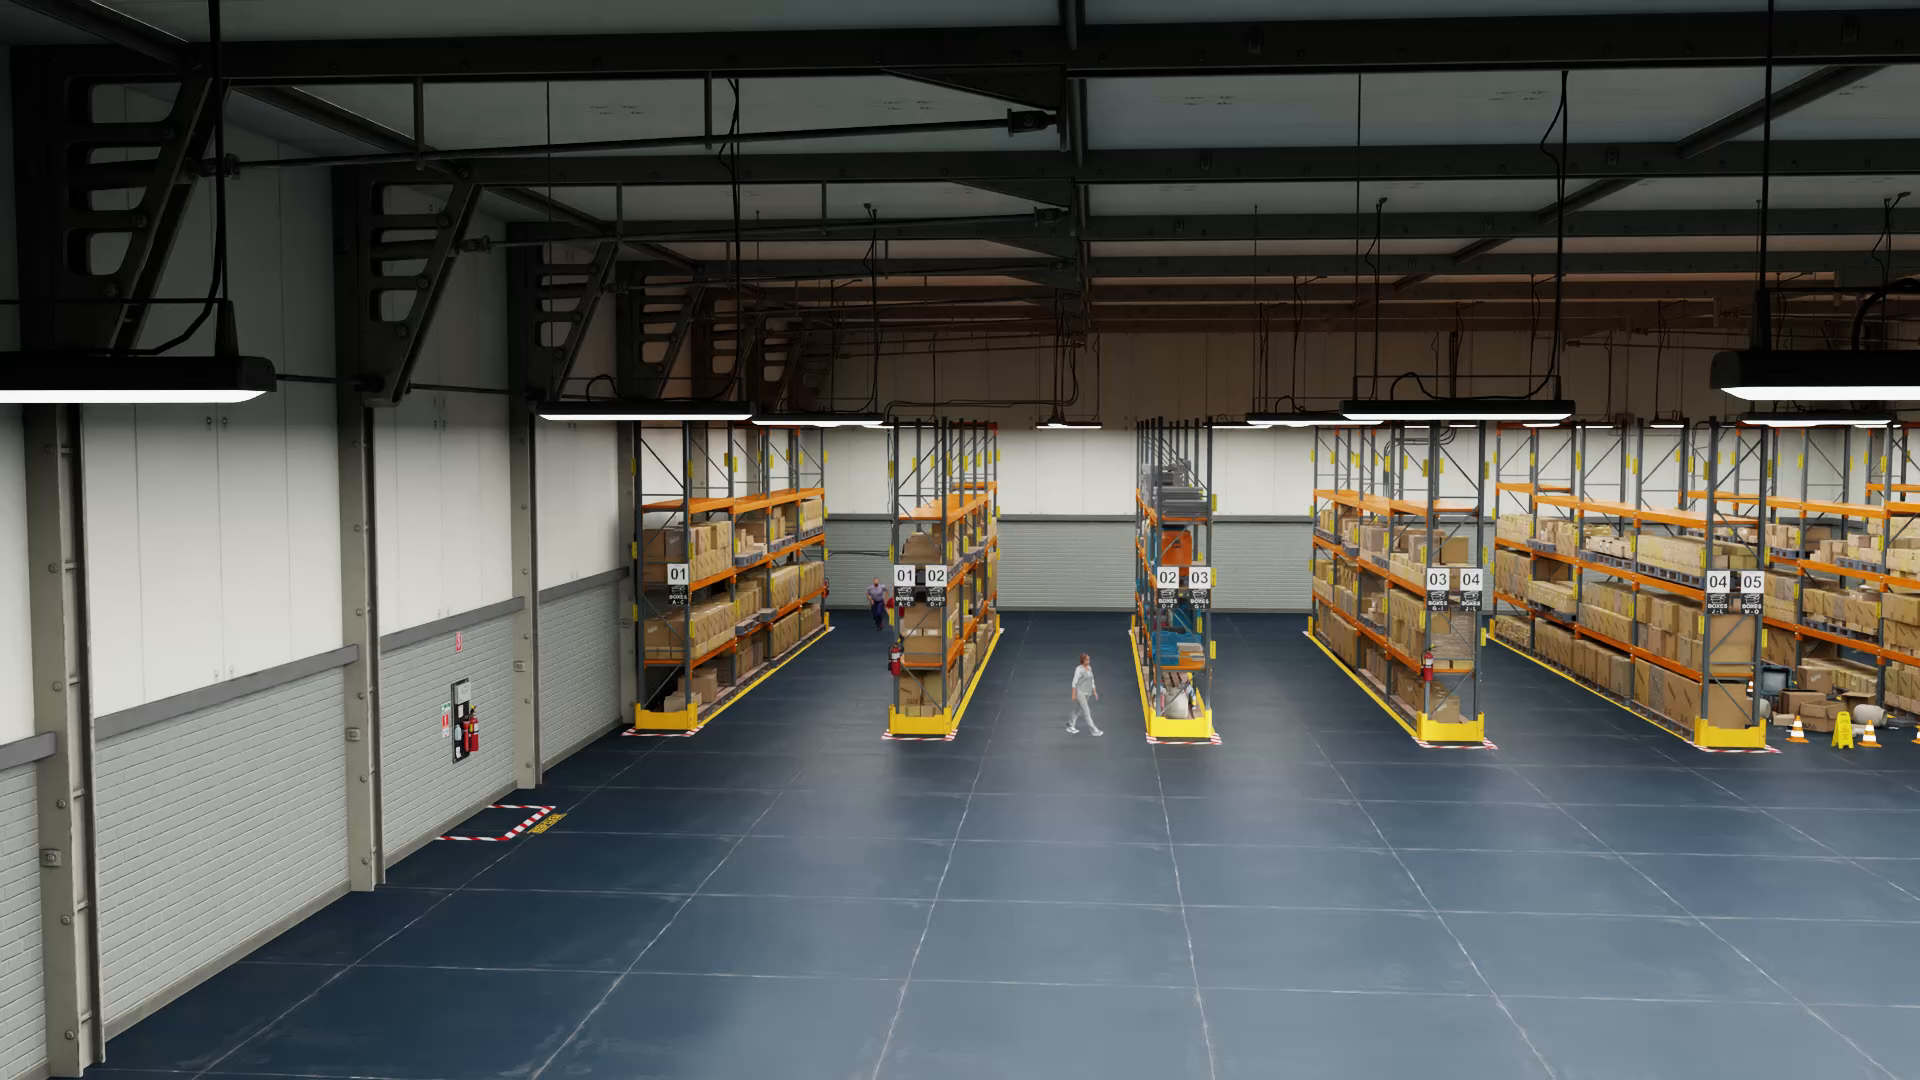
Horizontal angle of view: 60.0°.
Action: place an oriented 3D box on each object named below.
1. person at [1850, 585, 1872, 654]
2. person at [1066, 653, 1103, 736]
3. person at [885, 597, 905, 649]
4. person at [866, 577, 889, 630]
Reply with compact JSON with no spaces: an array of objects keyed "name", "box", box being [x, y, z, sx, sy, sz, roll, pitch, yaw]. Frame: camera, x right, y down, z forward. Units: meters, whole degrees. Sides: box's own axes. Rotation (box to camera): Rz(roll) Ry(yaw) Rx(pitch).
[{"name":"person","box":[23.326,2.063,42.780,0.542,1.787,0.563,-2,4,-25]},{"name":"person","box":[2.361,2.891,31.168,0.978,1.541,0.456,3,5,36]},{"name":"person","box":[-1.600,2.067,43.523,0.655,1.640,0.745,1,4,14]},{"name":"person","box":[-2.353,1.829,47.723,0.600,1.563,0.753,1,4,15]}]
